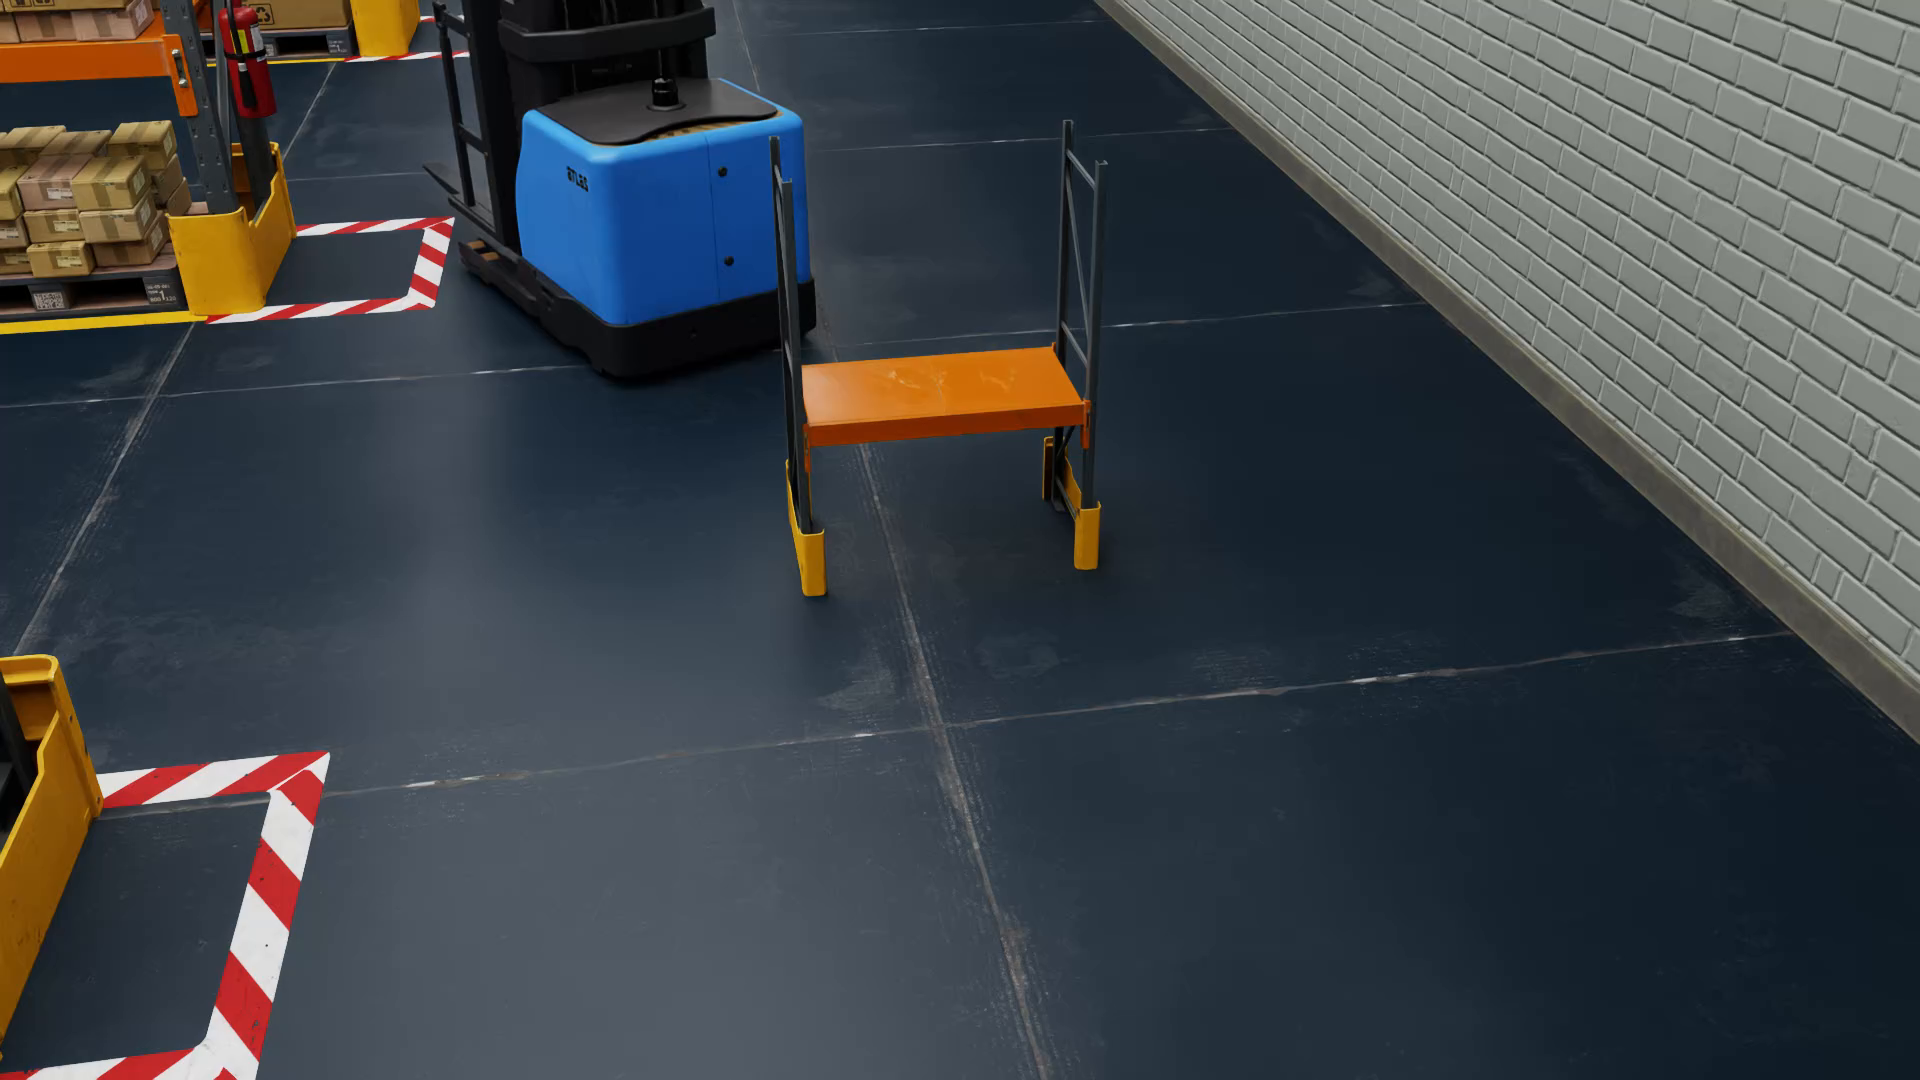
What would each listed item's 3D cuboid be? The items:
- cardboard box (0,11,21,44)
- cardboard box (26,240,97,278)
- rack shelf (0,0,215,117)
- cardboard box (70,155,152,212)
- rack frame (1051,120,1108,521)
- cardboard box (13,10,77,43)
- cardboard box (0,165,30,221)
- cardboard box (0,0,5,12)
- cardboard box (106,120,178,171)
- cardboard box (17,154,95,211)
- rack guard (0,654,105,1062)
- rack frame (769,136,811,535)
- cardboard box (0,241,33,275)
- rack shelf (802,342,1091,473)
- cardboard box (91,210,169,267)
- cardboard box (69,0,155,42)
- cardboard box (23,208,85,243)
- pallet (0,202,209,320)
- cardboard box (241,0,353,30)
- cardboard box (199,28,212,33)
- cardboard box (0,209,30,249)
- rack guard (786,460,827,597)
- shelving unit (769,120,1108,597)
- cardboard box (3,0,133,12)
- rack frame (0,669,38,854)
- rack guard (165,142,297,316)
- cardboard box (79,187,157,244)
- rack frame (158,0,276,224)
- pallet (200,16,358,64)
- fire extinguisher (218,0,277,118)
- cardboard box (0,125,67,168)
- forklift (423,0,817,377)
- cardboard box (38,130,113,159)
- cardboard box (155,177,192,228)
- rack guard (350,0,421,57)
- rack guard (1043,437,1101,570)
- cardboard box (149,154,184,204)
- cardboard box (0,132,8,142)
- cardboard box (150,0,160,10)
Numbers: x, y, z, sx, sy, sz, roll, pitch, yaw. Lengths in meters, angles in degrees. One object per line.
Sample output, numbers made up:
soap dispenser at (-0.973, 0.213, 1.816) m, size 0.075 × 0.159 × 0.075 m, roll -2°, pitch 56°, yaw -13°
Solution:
cardboard box at (-4.388, -2.379, 7.585) m, size 0.250 × 0.149 × 0.380 m, roll -6°, pitch 31°, yaw -9°
cardboard box at (-4.338, -1.419, 8.102) m, size 0.250 × 0.149 × 0.380 m, roll -4°, pitch 31°, yaw -7°
rack shelf at (-5.590, -2.200, 7.742) m, size 4.000 × 0.370 × 1.077 m, roll -5°, pitch 31°, yaw -9°
cardboard box at (-4.098, -1.726, 8.038) m, size 0.250 × 0.149 × 0.380 m, roll -5°, pitch 31°, yaw -8°
rack frame at (0.416, -0.685, 5.936) m, size 0.032 × 1.500 × 0.500 m, roll -5°, pitch 31°, yaw -9°
cardboard box at (-4.144, -2.410, 7.636) m, size 0.250 × 0.149 × 0.380 m, roll -5°, pitch 31°, yaw -9°
cardboard box at (-4.587, -1.645, 7.900) m, size 0.250 × 0.149 × 0.380 m, roll -6°, pitch 31°, yaw -10°
cardboard box at (-4.526, -2.650, 7.405) m, size 0.500 × 0.500 × 0.500 m, roll -6°, pitch 31°, yaw -10°
cardboard box at (-4.200, -2.023, 8.542) m, size 0.250 × 0.149 × 0.380 m, roll -7°, pitch 31°, yaw -11°
cardboard box at (-4.356, -1.732, 8.048) m, size 0.250 × 0.149 × 0.380 m, roll -5°, pitch 31°, yaw -8°
rack guard at (-2.608, 0.842, 4.326) m, size 0.348 × 0.500 × 1.175 m, roll -5°, pitch 31°, yaw -9°
rack frame at (-0.584, -0.592, 5.778) m, size 0.032 × 1.500 × 0.500 m, roll -5°, pitch 31°, yaw -9°
cardboard box at (-4.613, -1.437, 8.134) m, size 0.250 × 0.149 × 0.380 m, roll -5°, pitch 31°, yaw -9°
rack shelf at (-0.084, -0.484, 5.948) m, size 1.000 × 0.185 × 0.538 m, roll -5°, pitch 31°, yaw -9°
cardboard box at (-4.103, -1.493, 8.227) m, size 0.250 × 0.149 × 0.380 m, roll -5°, pitch 31°, yaw -8°
cardboard box at (-3.893, -2.414, 7.643) m, size 0.250 × 0.149 × 0.380 m, roll -5°, pitch 31°, yaw -9°
cardboard box at (-4.358, -1.585, 8.092) m, size 0.250 × 0.149 × 0.380 m, roll -6°, pitch 31°, yaw -10°
pallet at (-4.503, -1.427, 8.469) m, size 1.213 × 0.211 × 1.003 m, roll -5°, pitch 31°, yaw -9°
cardboard box at (-5.032, -4.342, 12.356) m, size 0.875 × 0.875 × 0.875 m, roll -5°, pitch 31°, yaw -9°
cardboard box at (-5.927, -4.258, 12.215) m, size 0.875 × 0.875 × 0.875 m, roll -5°, pitch 31°, yaw -9°
cardboard box at (-4.602, -1.534, 8.004) m, size 0.250 × 0.149 × 0.380 m, roll -7°, pitch 31°, yaw -11°
rack guard at (-0.565, -0.055, 6.097) m, size 0.087 × 0.250 × 0.587 m, roll -5°, pitch 31°, yaw -9°
shelving unit at (-0.075, -0.640, 5.858) m, size 1.083 × 1.500 × 0.587 m, roll -5°, pitch 31°, yaw -9°
cardboard box at (-4.019, -2.695, 7.481) m, size 0.500 × 0.500 × 0.500 m, roll -5°, pitch 31°, yaw -8°
rack frame at (-2.632, -0.234, 3.688) m, size 0.127 × 3.000 × 1.000 m, roll -5°, pitch 31°, yaw -9°
rack guard at (-3.698, -1.608, 8.492) m, size 0.348 × 0.500 × 1.175 m, roll -5°, pitch 31°, yaw -9°
cardboard box at (-4.091, -1.582, 8.087) m, size 0.250 × 0.149 × 0.380 m, roll -6°, pitch 31°, yaw -10°
rack frame at (-3.623, -2.693, 7.870) m, size 0.127 × 3.000 × 1.000 m, roll -5°, pitch 31°, yaw -9°
pallet at (-5.189, -3.861, 12.607) m, size 1.213 × 0.211 × 1.003 m, roll -5°, pitch 31°, yaw -9°
fire extinguisher at (-3.292, -2.291, 7.632) m, size 0.183 × 0.674 × 0.296 m, roll -5°, pitch 31°, yaw -9°
cardboard box at (-4.720, -1.978, 8.467) m, size 0.250 × 0.149 × 0.380 m, roll -5°, pitch 31°, yaw -9°
forklift at (-1.924, -2.683, 7.920) m, size 1.130 × 2.935 × 3.031 m, roll -19°, pitch 36°, yaw -29°
cardboard box at (-4.449, -1.937, 8.397) m, size 0.250 × 0.149 × 0.380 m, roll -5°, pitch 31°, yaw -8°
cardboard box at (-4.196, -1.756, 8.676) m, size 0.250 × 0.149 × 0.380 m, roll -5°, pitch 31°, yaw -8°
rack guard at (-4.393, -4.099, 12.728) m, size 0.348 × 0.500 × 1.175 m, roll -5°, pitch 31°, yaw -9°
rack guard at (0.415, -0.146, 6.252) m, size 0.087 × 0.250 × 0.587 m, roll -5°, pitch 31°, yaw -9°
cardboard box at (-4.185, -1.853, 8.547) m, size 0.250 × 0.149 × 0.380 m, roll -4°, pitch 31°, yaw -7°
cardboard box at (-4.949, -1.914, 8.358) m, size 0.250 × 0.149 × 0.380 m, roll -7°, pitch 31°, yaw -11°
cardboard box at (-4.001, -2.718, 8.161) m, size 0.250 × 0.149 × 0.380 m, roll -6°, pitch 31°, yaw -9°
